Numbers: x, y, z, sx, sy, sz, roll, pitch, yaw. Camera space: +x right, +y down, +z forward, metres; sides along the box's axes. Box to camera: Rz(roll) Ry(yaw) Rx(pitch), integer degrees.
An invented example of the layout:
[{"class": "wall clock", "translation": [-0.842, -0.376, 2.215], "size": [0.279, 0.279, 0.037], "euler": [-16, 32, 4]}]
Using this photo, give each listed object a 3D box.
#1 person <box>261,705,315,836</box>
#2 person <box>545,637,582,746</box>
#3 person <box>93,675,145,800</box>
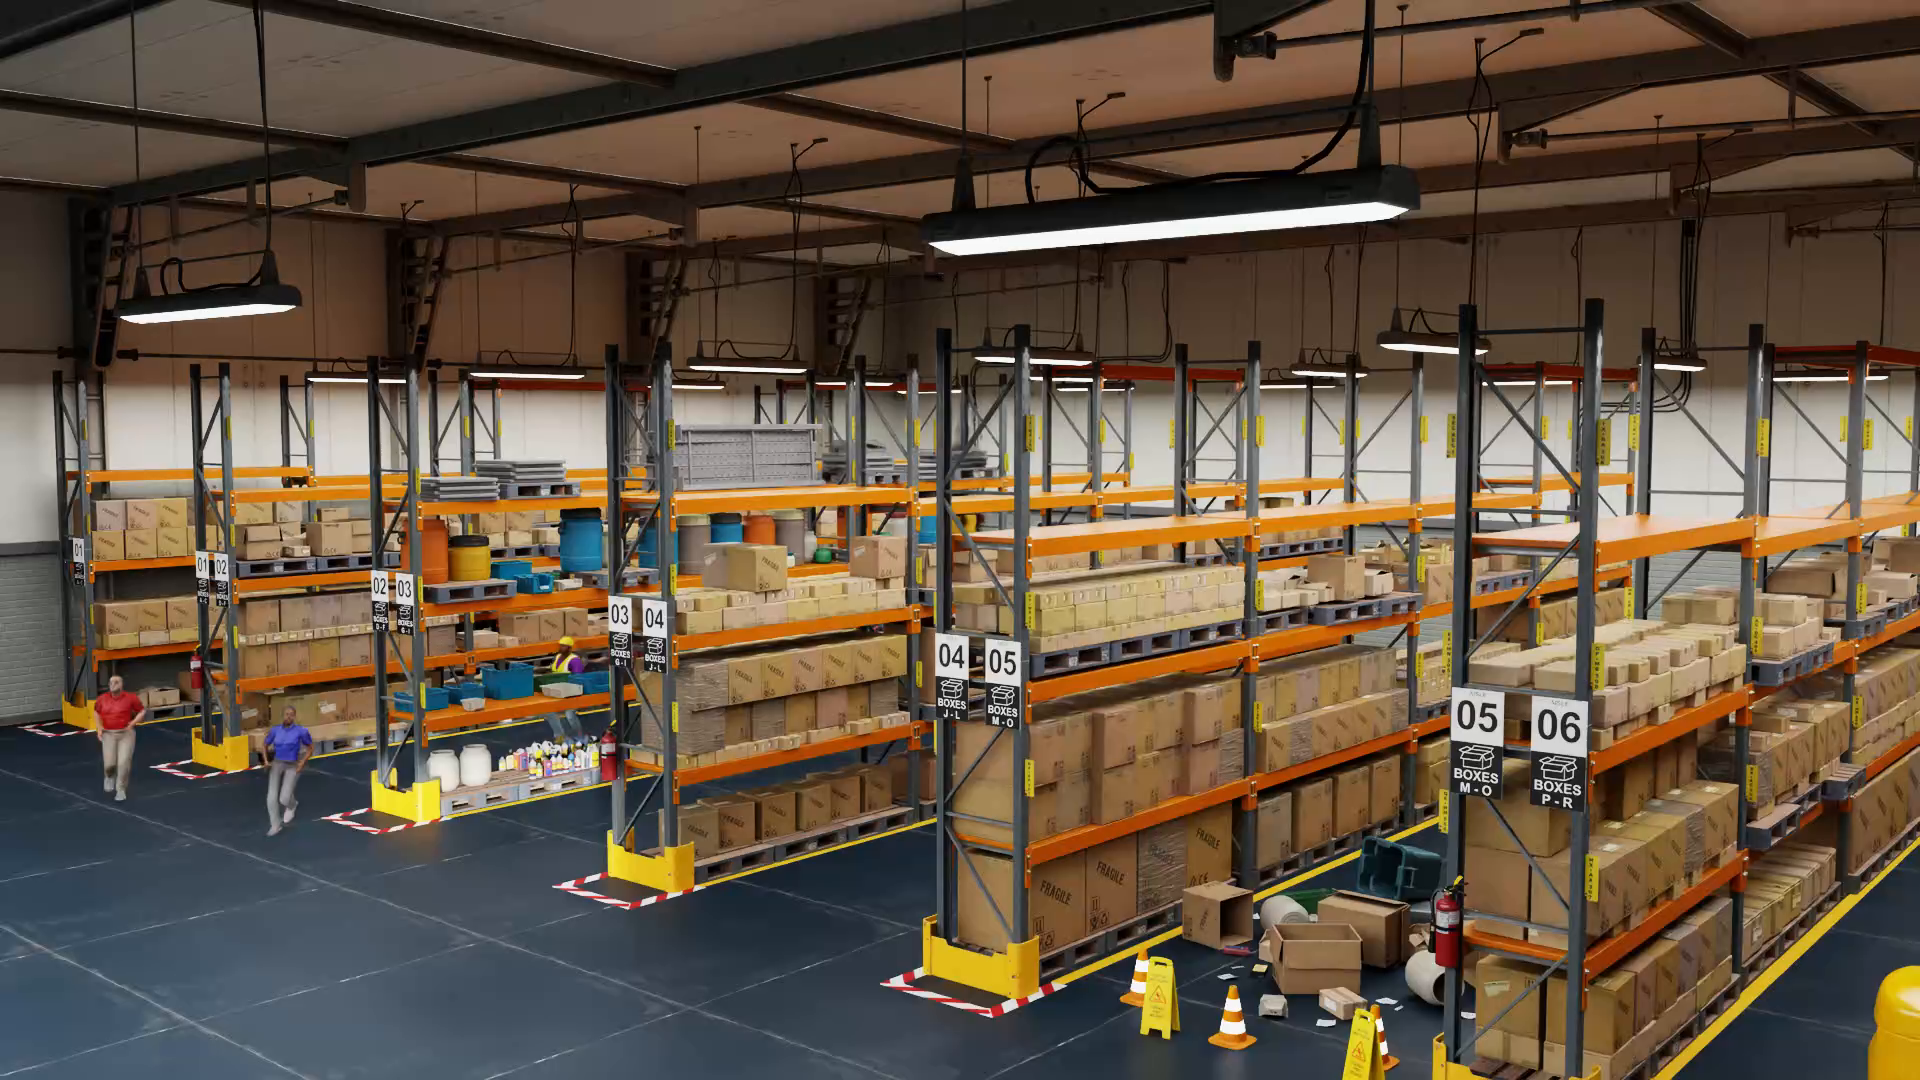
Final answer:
[{"class": "person", "translation": [-8.436, 2.878, 20.862], "size": [0.625, 1.621, 0.523], "euler": [0, 4, -6]}, {"class": "person", "translation": [-6.221, 2.405, 26.093], "size": [0.677, 1.786, 0.720], "euler": [2, 5, 27]}, {"class": "person", "translation": [-11.484, 2.689, 22.712], "size": [0.650, 1.698, 0.636], "euler": [-1, 4, -19]}]
